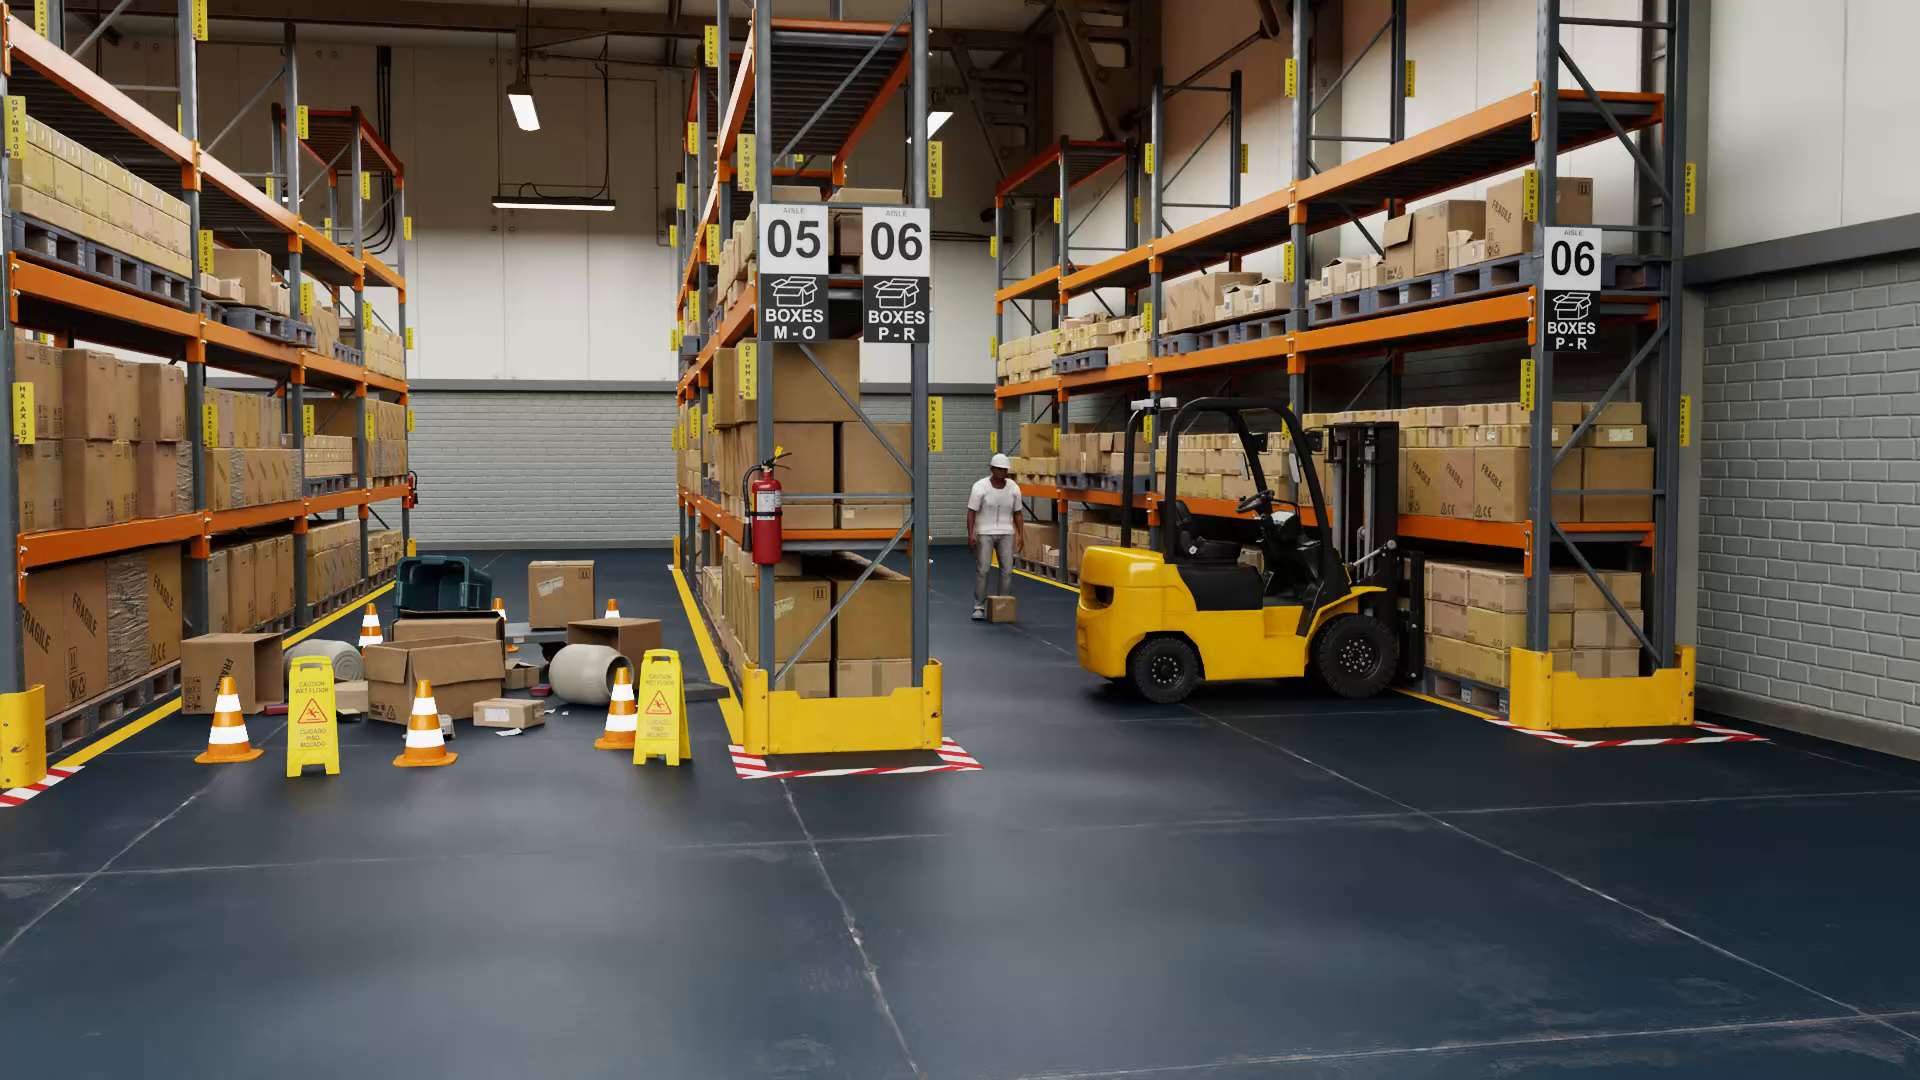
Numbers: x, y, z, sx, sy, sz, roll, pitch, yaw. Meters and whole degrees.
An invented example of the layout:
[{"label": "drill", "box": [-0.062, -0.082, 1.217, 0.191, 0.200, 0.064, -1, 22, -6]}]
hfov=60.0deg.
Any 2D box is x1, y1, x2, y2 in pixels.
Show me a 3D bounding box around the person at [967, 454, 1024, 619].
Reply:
[{"label": "person", "box": [0.383, -0.039, 17.684, 0.629, 1.759, 0.460, -1, 3, -15]}]
